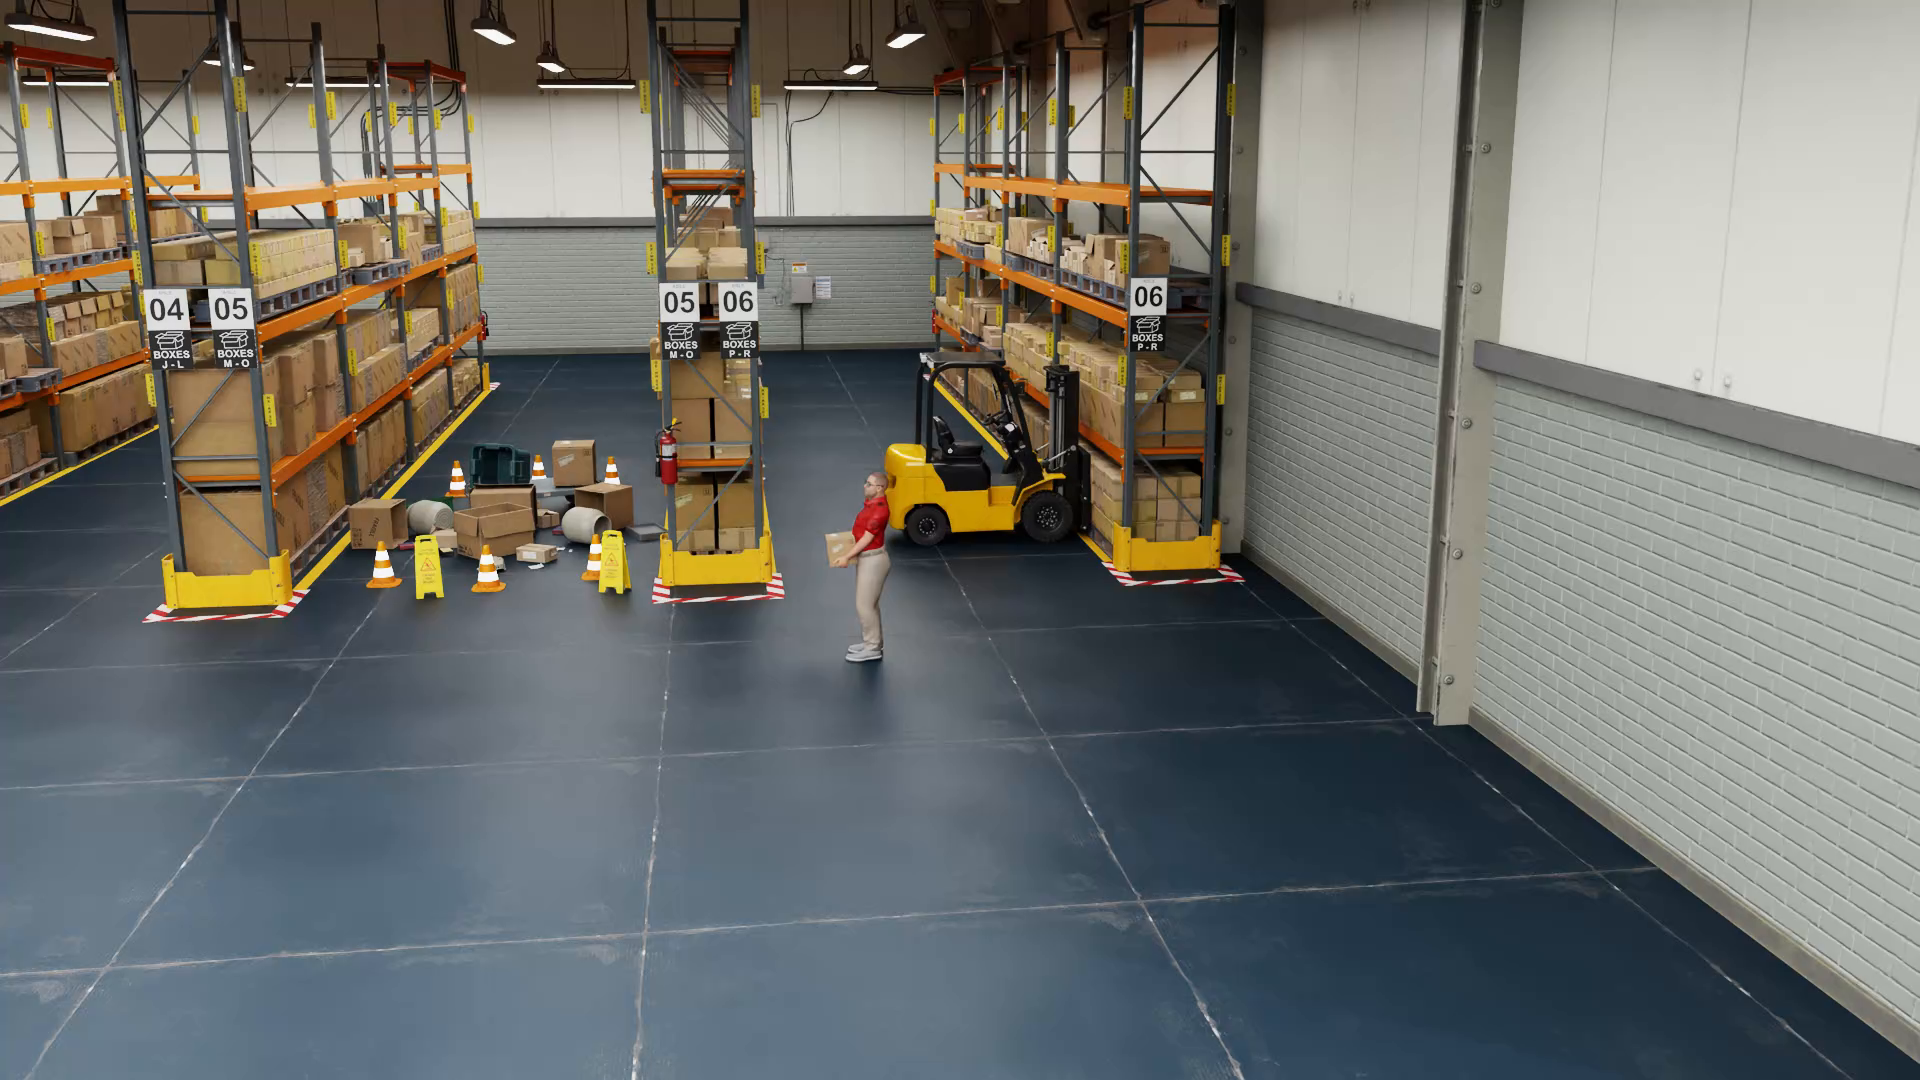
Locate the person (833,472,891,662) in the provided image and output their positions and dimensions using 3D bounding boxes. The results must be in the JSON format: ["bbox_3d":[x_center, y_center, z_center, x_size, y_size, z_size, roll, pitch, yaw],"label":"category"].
[{"bbox_3d":[-0.892,0.234,15.036,0.529,1.713,0.494,-2,13,-8],"label":"person"}]
